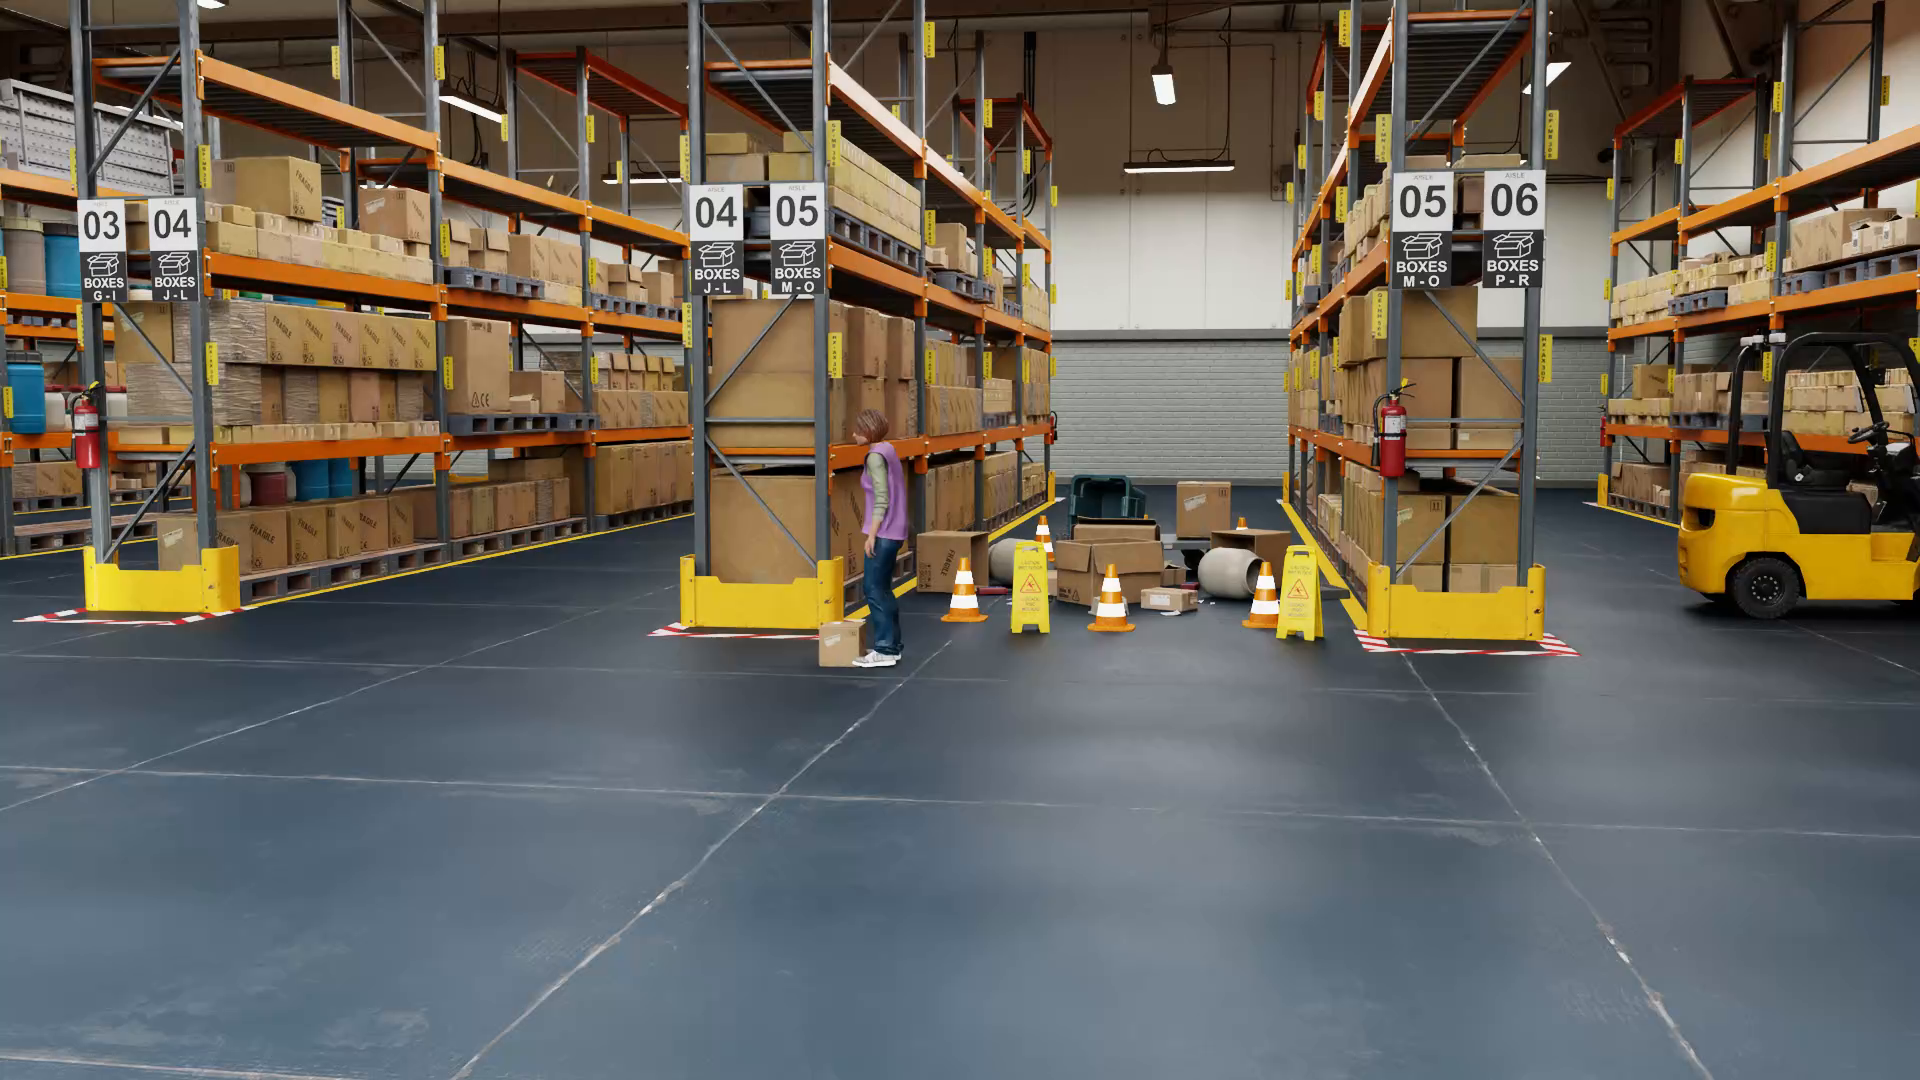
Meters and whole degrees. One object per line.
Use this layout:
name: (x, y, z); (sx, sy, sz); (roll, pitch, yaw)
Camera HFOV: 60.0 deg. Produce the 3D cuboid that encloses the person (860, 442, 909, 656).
person: (-0.466, 0.053, 10.313); (0.291, 1.327, 0.465); (0, 5, 6)
